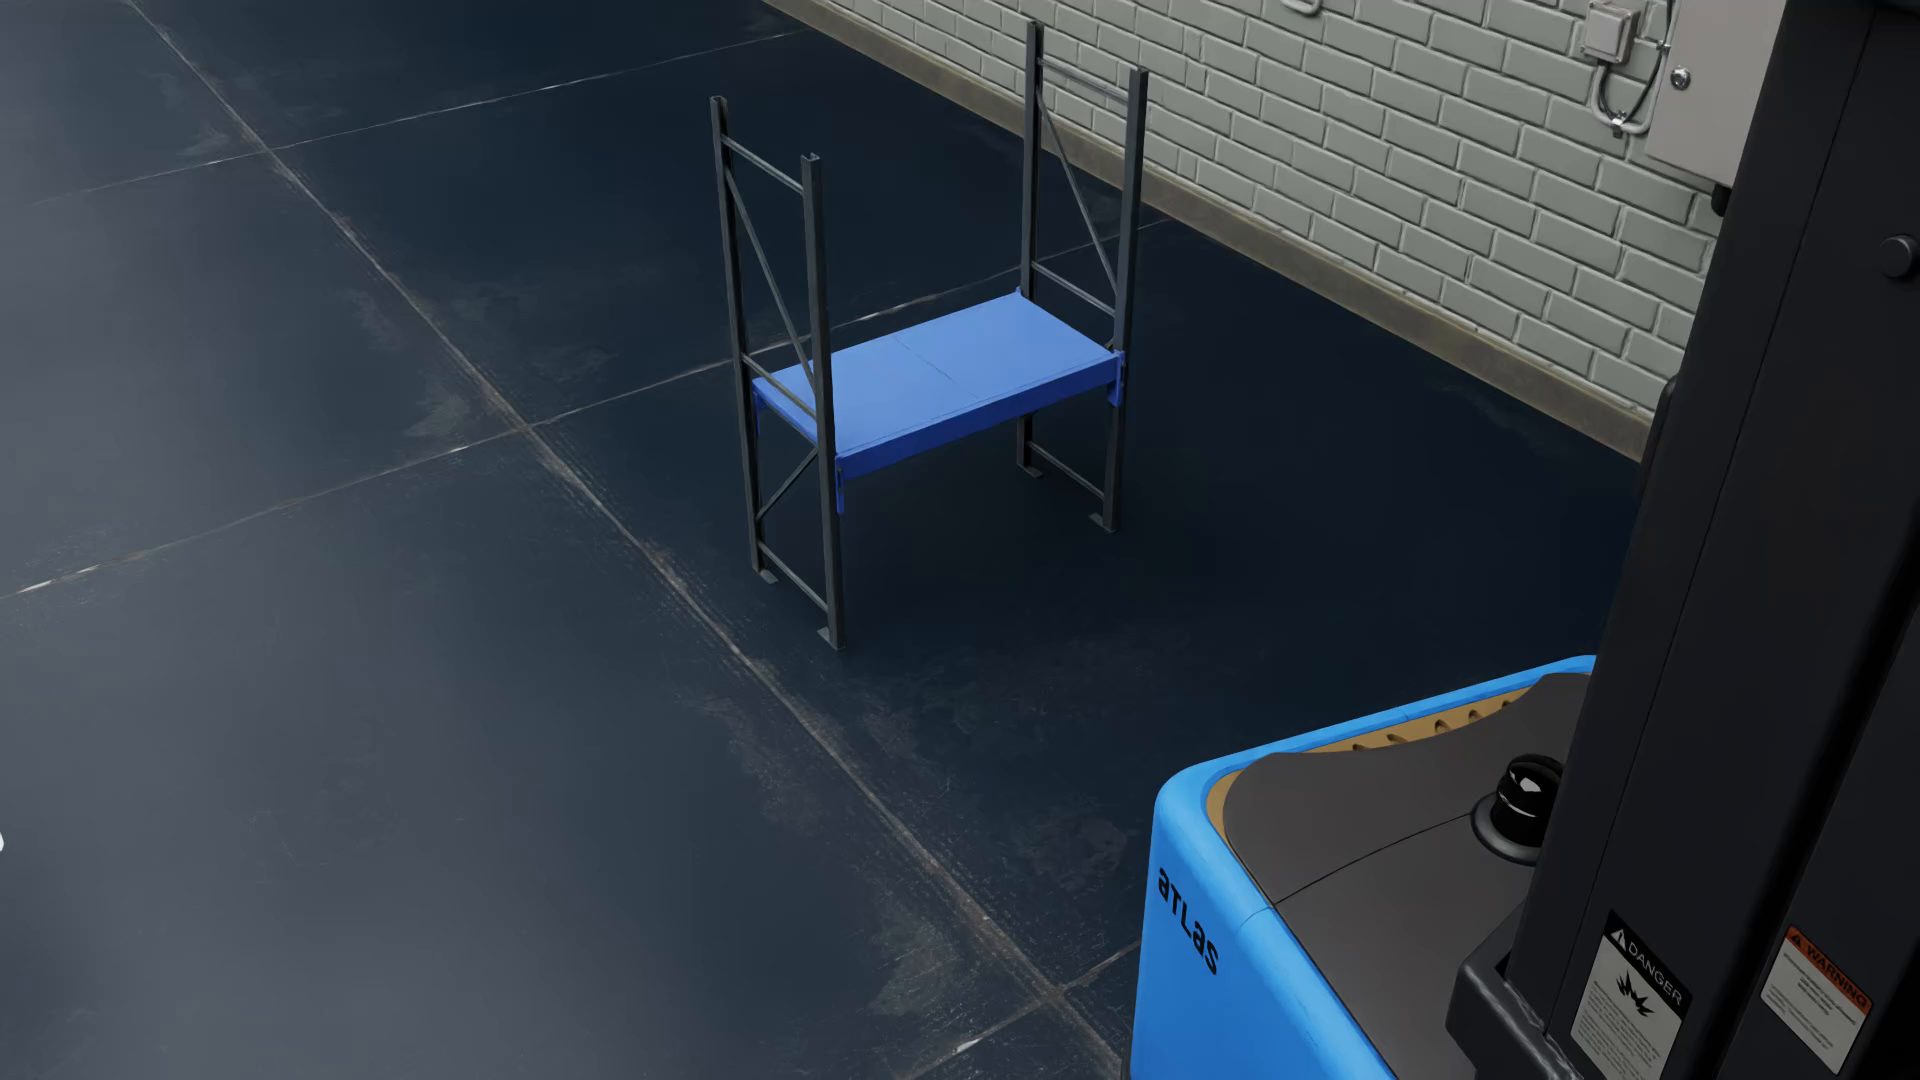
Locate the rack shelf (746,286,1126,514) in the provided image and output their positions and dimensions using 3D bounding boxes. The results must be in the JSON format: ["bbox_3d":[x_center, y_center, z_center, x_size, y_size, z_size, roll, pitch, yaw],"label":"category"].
[{"bbox_3d":[-0.070,-0.434,4.877,1.000,0.185,0.538,-22,41,-28],"label":"rack shelf"}]

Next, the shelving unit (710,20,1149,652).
[{"bbox_3d":[-0.070,-0.580,4.772,1.048,1.500,0.538,-22,41,-28],"label":"shelving unit"}]

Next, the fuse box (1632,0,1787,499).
[{"bbox_3d":[2.230,-0.823,4.928,0.414,1.711,0.539,-22,41,-28],"label":"fuse box"}]

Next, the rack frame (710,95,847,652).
[{"bbox_3d":[-0.485,-0.409,4.534,0.032,1.500,0.500,-22,41,-28],"label":"rack frame"}]

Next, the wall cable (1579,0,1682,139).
[{"bbox_3d":[1.966,-2.137,4.782,0.122,1.984,0.588,-22,41,-28],"label":"wall cable"}]

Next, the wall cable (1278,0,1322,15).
[{"bbox_3d":[1.139,-2.823,5.708,0.123,1.953,0.585,-22,41,-28],"label":"wall cable"}]

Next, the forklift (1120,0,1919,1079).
[{"bbox_3d":[1.327,0.783,1.651,1.130,2.935,3.031,-13,38,-17],"label":"forklift"}]

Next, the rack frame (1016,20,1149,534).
[{"bbox_3d":[0.346,-0.751,5.010,0.032,1.500,0.500,-22,41,-28],"label":"rack frame"}]
